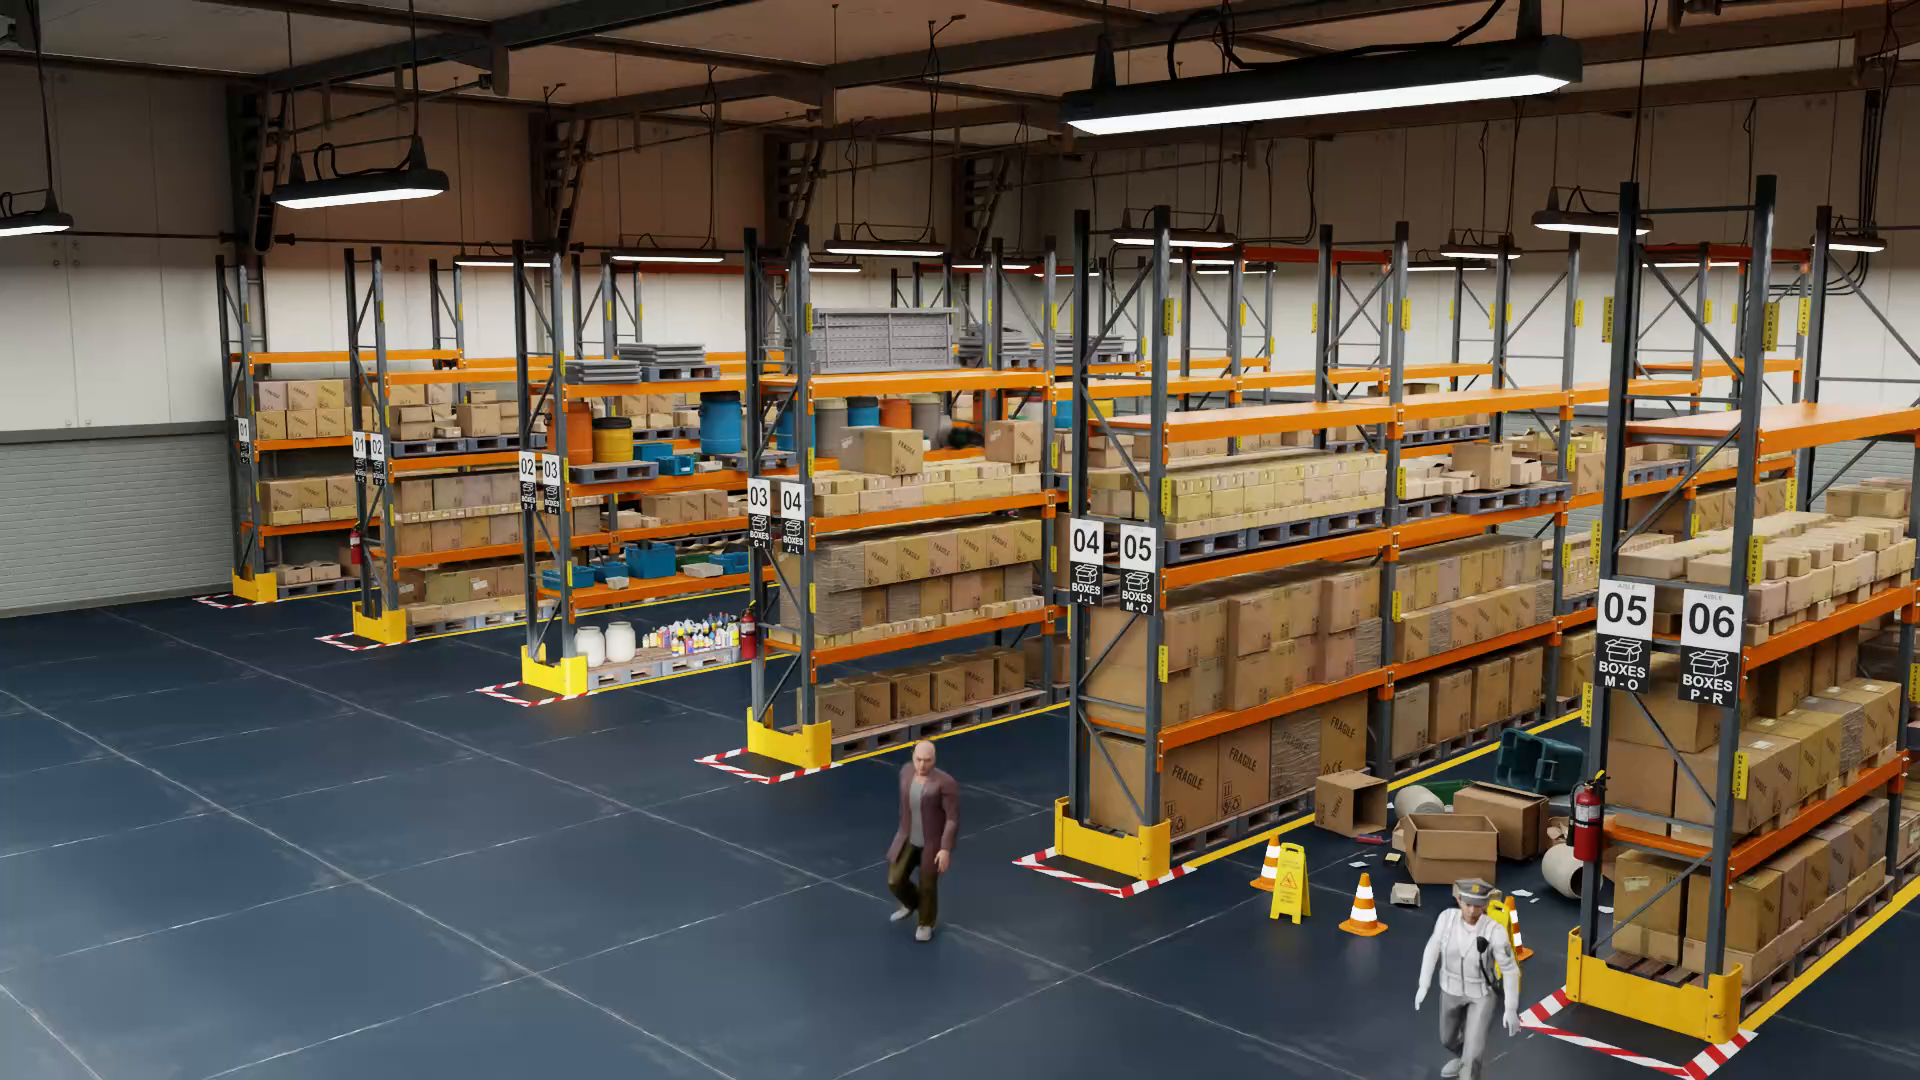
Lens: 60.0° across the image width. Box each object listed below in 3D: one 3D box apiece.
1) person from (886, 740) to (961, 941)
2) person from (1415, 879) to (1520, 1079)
[{"bbox_3d":[-0.281,2.417,13.462,0.707,1.728,0.605,4,9,23],"label":"person"},{"bbox_3d":[3.314,2.876,10.686,0.646,1.608,0.811,5,10,32],"label":"person"}]
